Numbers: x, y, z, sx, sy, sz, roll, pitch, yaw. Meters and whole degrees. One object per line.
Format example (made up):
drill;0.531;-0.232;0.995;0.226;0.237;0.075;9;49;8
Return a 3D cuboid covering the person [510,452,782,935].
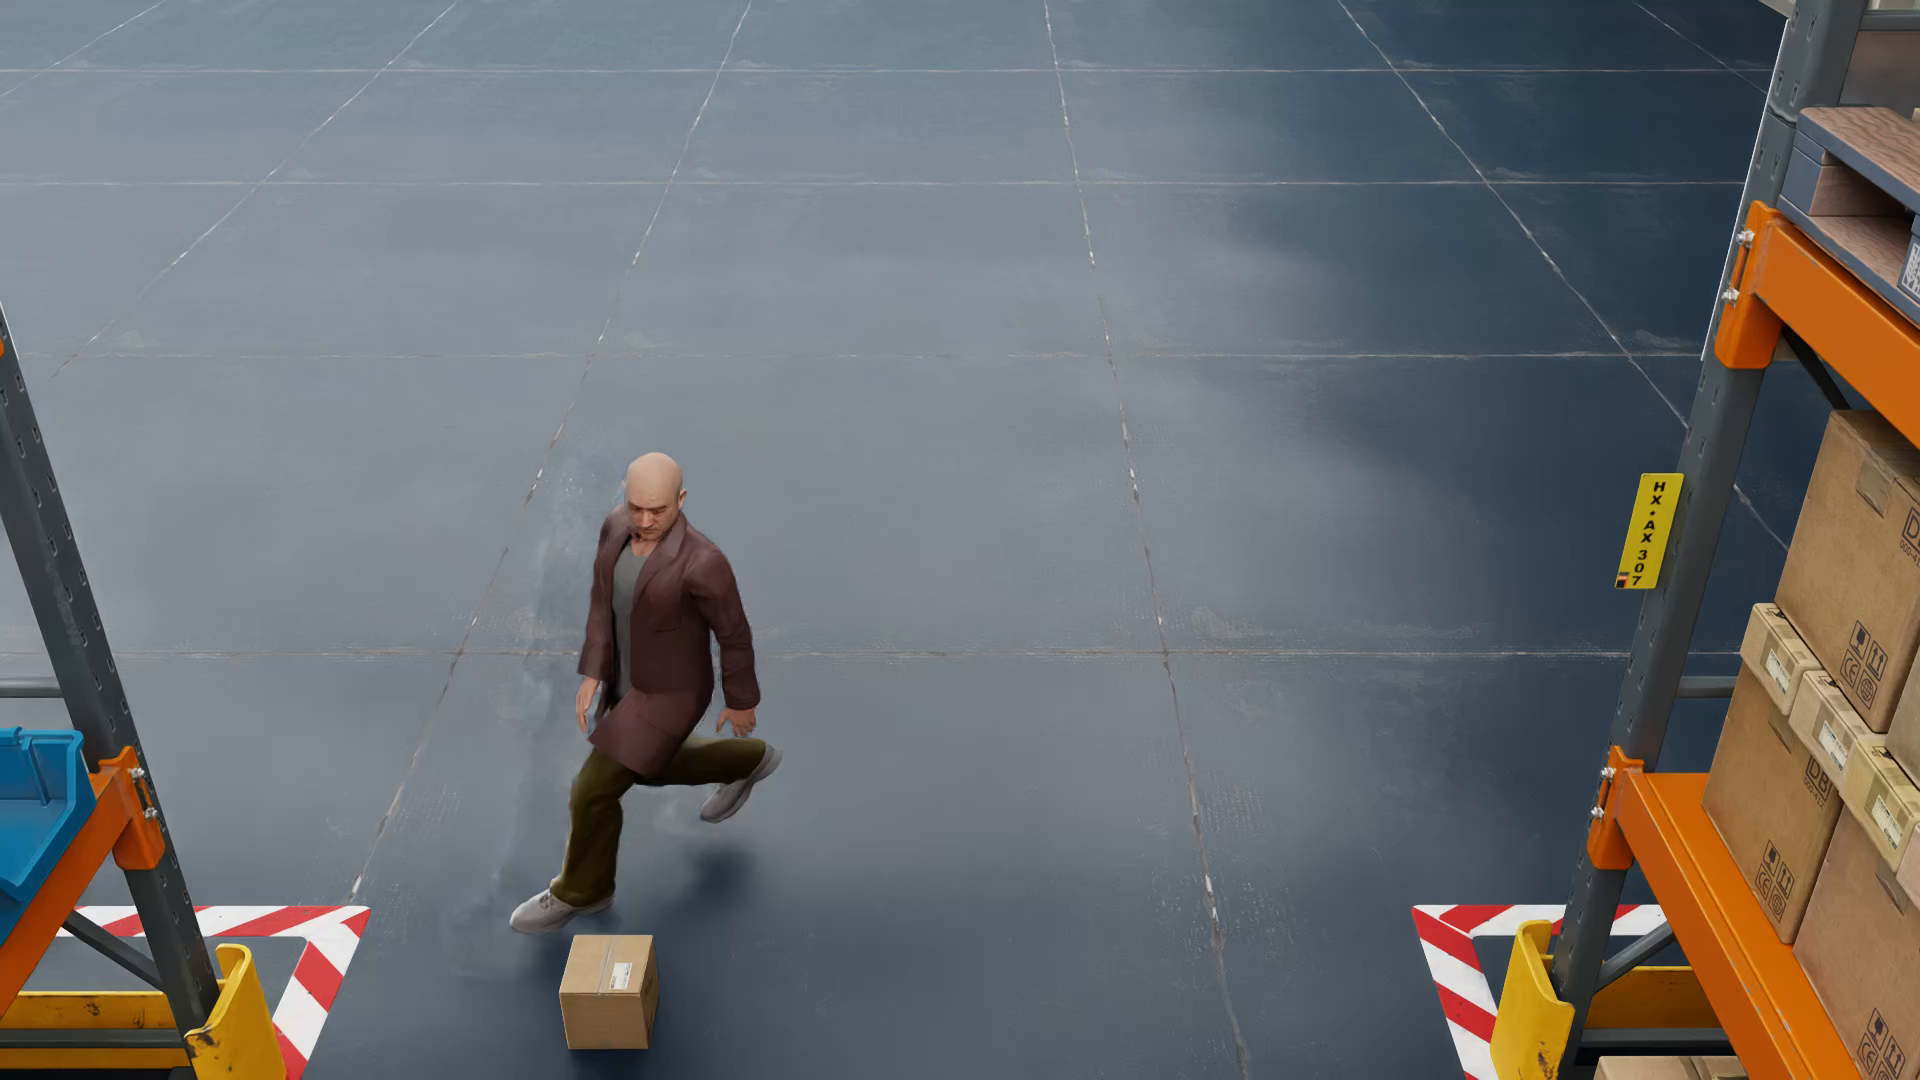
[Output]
person;-1.055;0.472;5.445;1.118;1.644;0.562;-23;38;-33
